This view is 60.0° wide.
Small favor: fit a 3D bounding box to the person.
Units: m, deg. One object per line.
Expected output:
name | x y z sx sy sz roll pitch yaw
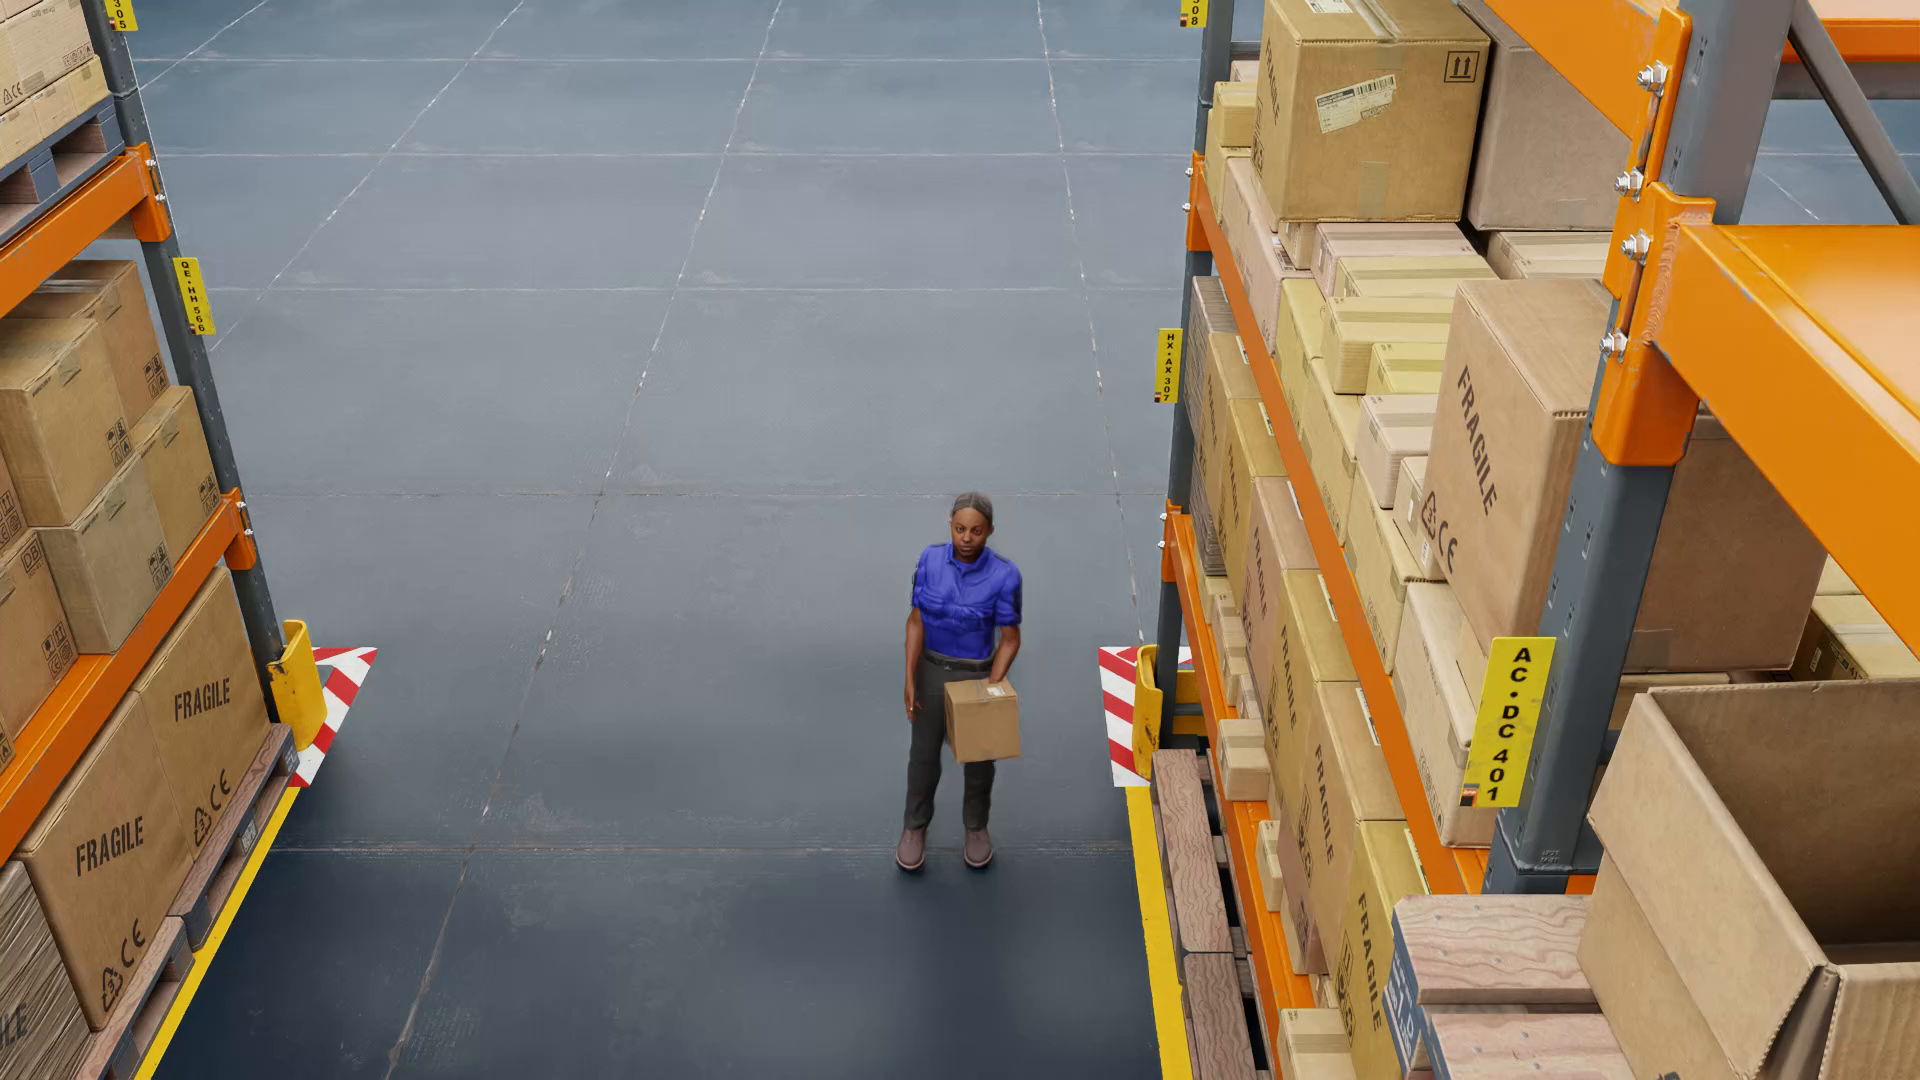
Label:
person | -0.003 0.592 6.674 0.482 1.656 0.470 9 33 14
